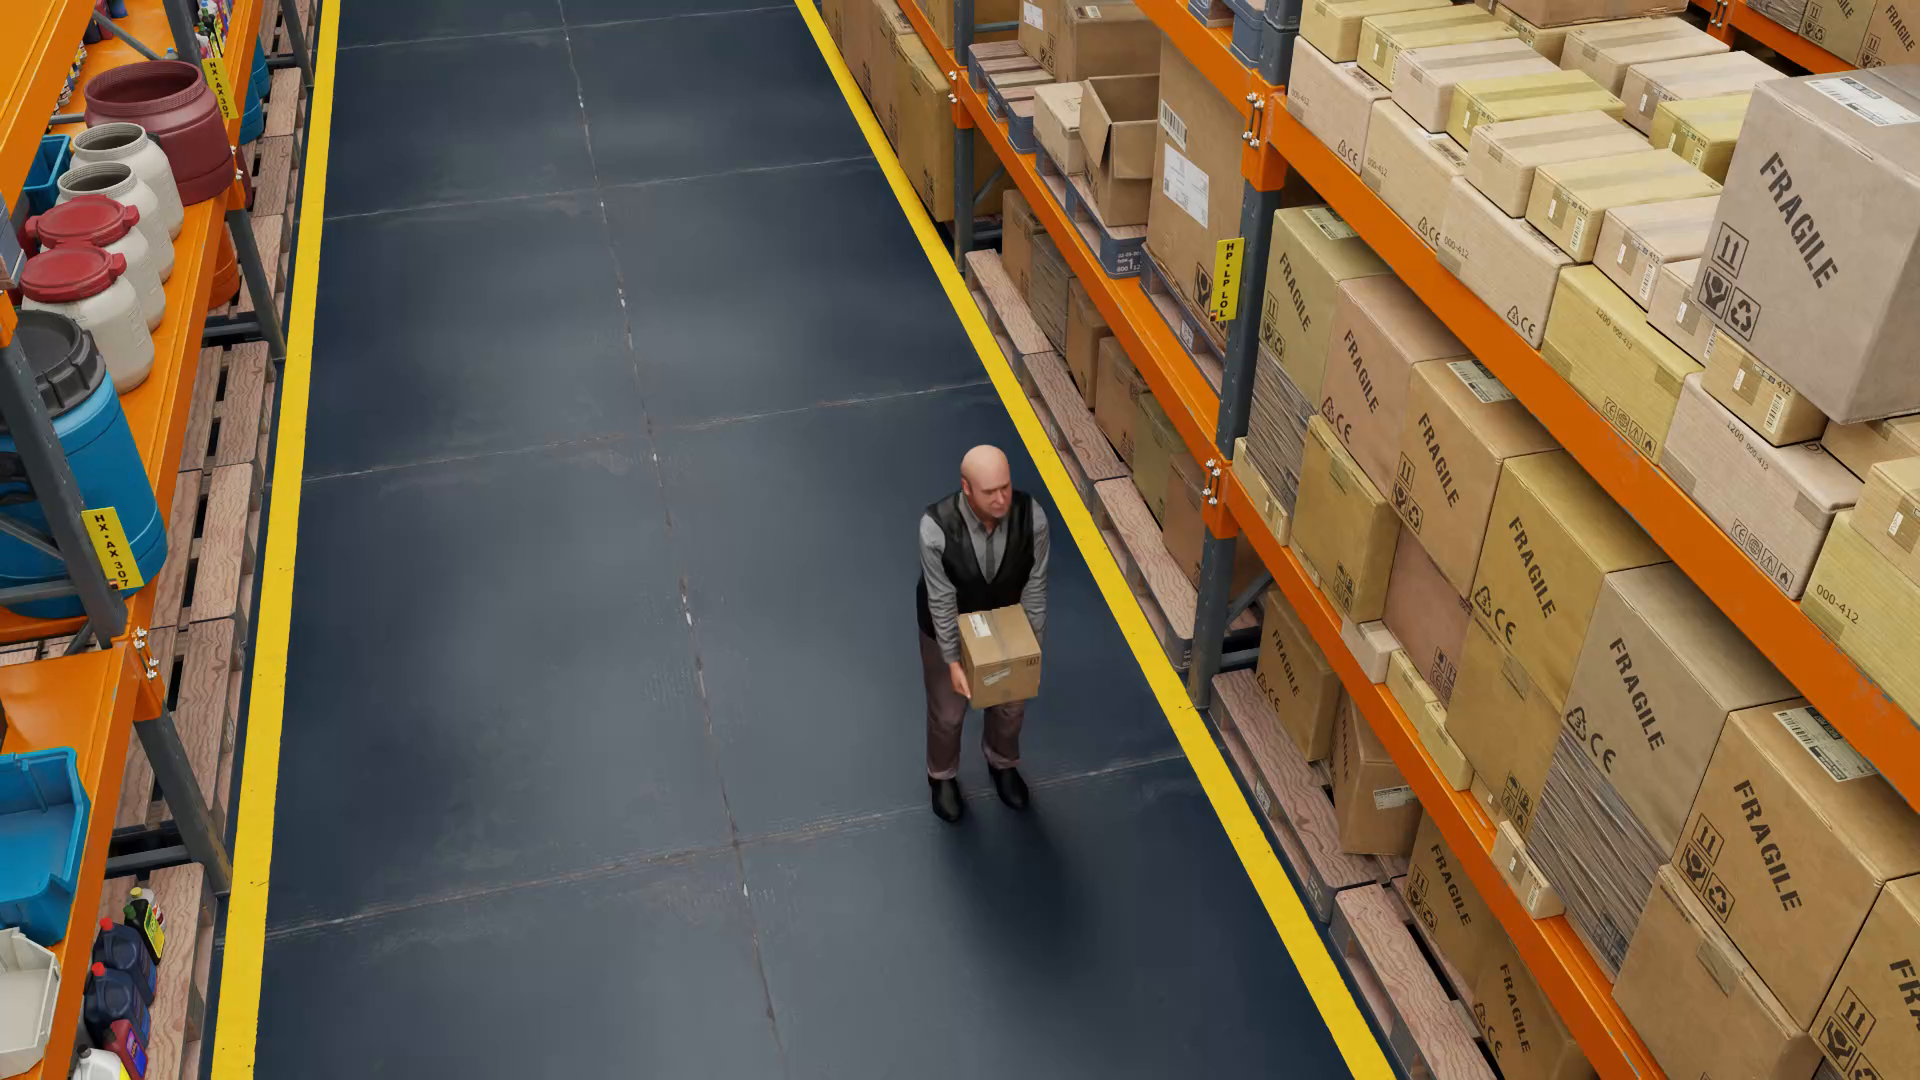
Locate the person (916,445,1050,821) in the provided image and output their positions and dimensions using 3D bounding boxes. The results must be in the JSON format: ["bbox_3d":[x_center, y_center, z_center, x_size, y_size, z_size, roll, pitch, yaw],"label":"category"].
[{"bbox_3d":[0.098,0.383,6.251,0.490,1.717,0.571,-10,39,-13],"label":"person"}]
